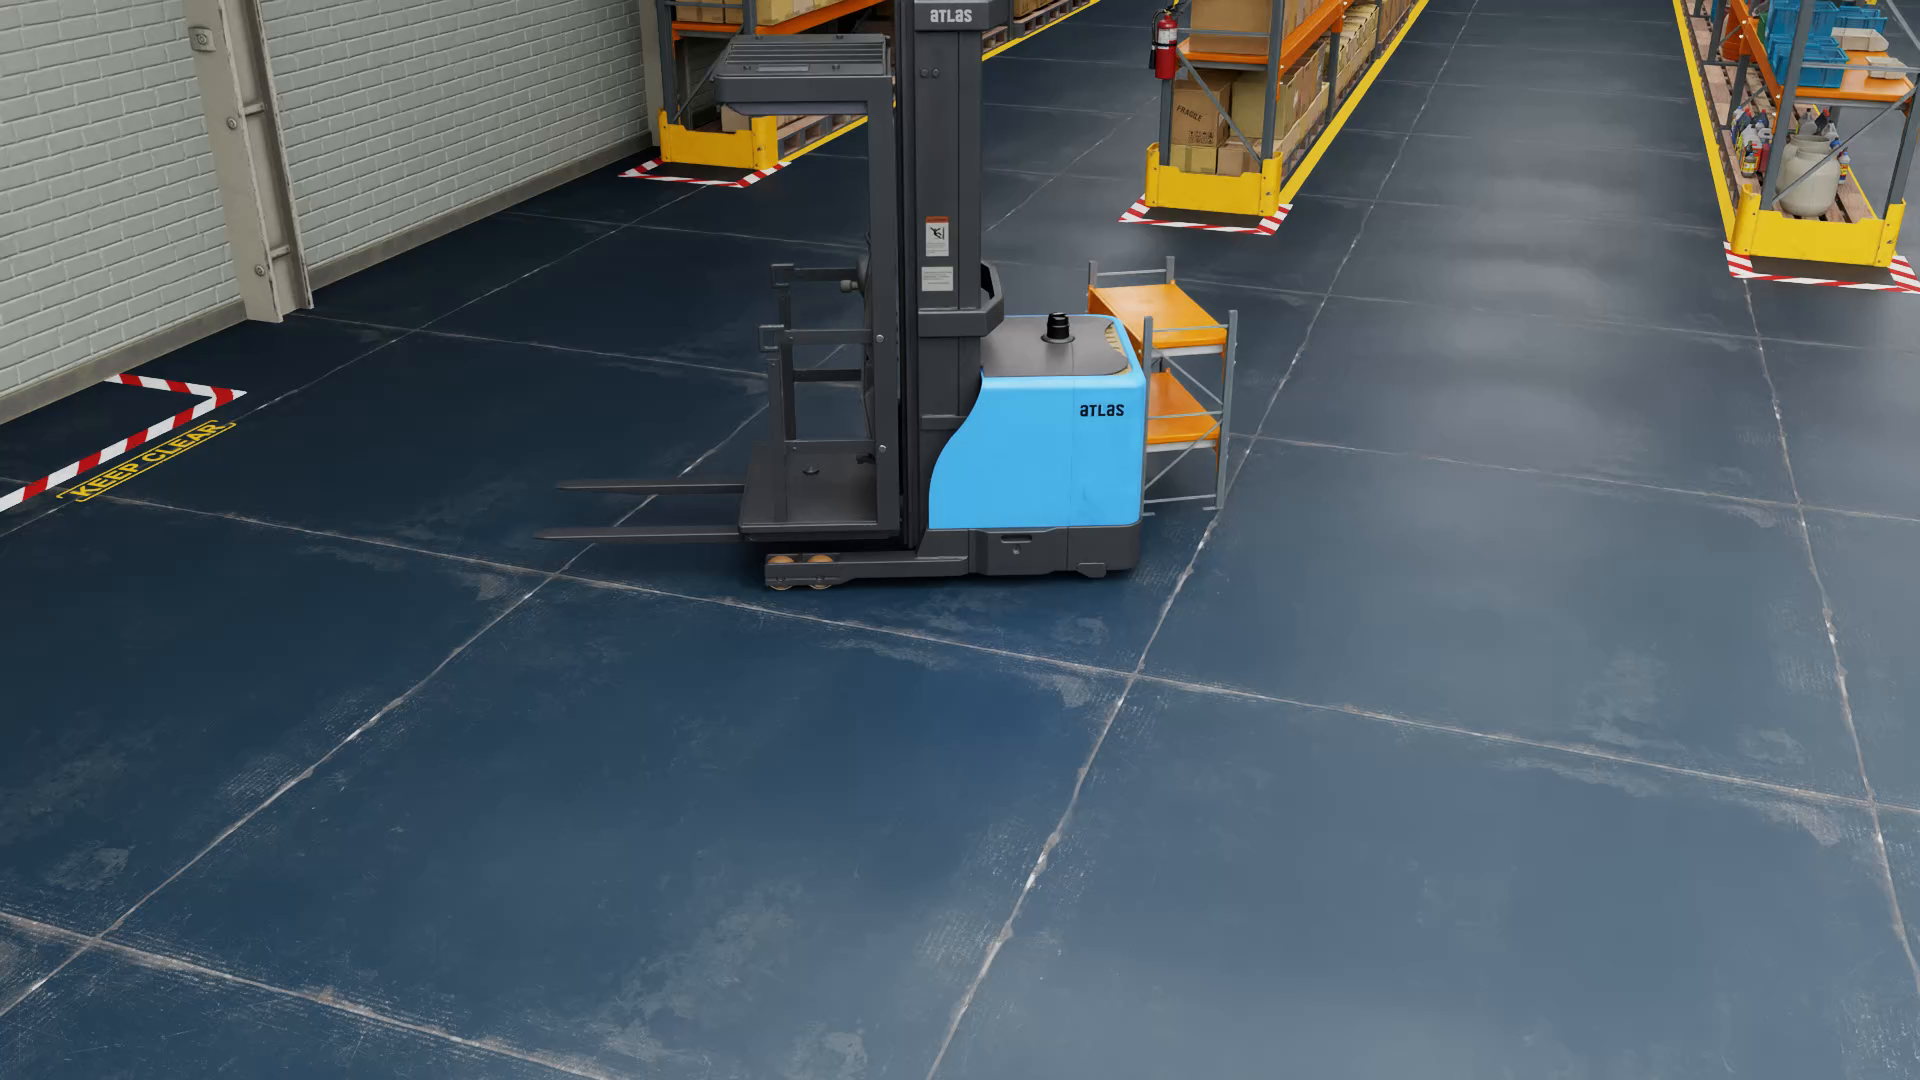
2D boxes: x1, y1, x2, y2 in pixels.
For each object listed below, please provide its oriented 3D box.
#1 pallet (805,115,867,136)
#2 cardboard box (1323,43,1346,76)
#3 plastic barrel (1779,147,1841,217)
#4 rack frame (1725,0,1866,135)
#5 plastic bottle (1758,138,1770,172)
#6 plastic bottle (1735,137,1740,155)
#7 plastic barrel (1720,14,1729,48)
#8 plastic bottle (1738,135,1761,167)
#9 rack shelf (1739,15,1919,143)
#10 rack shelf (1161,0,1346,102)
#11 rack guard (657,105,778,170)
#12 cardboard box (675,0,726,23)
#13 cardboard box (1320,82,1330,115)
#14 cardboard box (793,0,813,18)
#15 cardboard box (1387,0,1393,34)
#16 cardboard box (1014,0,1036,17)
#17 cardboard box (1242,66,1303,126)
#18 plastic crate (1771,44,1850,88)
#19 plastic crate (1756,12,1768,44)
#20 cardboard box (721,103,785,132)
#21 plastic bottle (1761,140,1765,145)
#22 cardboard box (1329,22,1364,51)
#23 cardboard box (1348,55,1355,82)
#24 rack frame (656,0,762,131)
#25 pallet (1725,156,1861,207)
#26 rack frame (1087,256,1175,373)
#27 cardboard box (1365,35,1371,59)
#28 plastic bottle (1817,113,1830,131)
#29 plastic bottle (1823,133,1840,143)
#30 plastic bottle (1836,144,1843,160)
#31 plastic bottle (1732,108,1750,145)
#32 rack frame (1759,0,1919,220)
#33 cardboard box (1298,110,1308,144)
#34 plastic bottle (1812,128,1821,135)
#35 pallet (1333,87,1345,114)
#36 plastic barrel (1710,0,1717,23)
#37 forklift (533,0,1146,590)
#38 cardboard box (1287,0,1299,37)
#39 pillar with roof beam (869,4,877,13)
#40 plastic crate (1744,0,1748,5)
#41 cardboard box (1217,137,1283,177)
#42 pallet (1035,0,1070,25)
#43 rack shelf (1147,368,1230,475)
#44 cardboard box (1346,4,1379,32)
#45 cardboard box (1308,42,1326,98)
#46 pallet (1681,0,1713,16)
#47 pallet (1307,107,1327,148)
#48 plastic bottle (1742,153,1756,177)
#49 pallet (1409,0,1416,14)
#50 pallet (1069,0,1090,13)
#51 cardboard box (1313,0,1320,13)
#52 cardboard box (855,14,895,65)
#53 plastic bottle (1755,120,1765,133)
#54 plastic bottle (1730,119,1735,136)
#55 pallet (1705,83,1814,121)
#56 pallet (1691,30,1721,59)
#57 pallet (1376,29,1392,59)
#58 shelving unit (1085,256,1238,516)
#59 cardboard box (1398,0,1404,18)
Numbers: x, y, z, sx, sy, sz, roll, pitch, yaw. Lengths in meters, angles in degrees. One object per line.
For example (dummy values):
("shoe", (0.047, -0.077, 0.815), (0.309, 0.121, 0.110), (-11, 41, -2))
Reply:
("pallet", (-1.674, -4.675, 18.163), (1.003, 0.211, 1.213), (9, 27, 17))
("cardboard box", (3.965, -5.335, 18.356), (0.500, 0.311, 0.500), (9, 27, 18))
("plastic barrel", (7.079, -2.984, 13.844), (0.421, 0.512, 0.421), (0, 26, 0))
("rack frame", (8.263, -5.277, 16.207), (1.000, 3.000, 0.127), (9, 27, 17))
("plastic bottle", (7.340, -3.512, 15.173), (0.061, 0.283, 0.133), (9, 27, 17))
("plastic bottle", (7.424, -3.754, 15.767), (0.097, 0.201, 0.097), (0, 26, 0))
("plastic barrel", (9.844, -6.439, 20.979), (0.421, 0.512, 0.421), (0, 26, 0))
("plastic bottle", (7.285, -3.580, 15.323), (0.152, 0.276, 0.135), (8, 27, 16))
("rack shelf", (7.597, -4.131, 14.666), (1.077, 0.370, 4.000), (9, 27, 17))
("rack shelf", (2.928, -4.851, 16.153), (1.077, 0.370, 4.000), (9, 27, 17))
("rack guard", (-2.385, -3.976, 16.389), (1.175, 0.500, 0.348), (9, 27, 17))
("cardboard box", (-2.438, -5.232, 16.263), (0.500, 0.250, 0.500), (9, 27, 18))
("cardboard box", (3.645, -4.726, 17.743), (0.500, 0.250, 0.500), (9, 27, 17))
("cardboard box", (-1.789, -5.382, 16.572), (0.500, 0.250, 0.500), (8, 27, 16))
("cardboard box", (5.514, -7.075, 22.285), (0.500, 0.500, 0.500), (8, 27, 16))
("cardboard box", (0.620, -7.862, 23.531), (0.750, 0.750, 0.750), (8, 27, 17))
("cardboard box", (2.969, -4.243, 15.885), (0.500, 0.500, 0.500), (9, 27, 17))
("plastic crate", (6.816, -3.816, 13.359), (0.499, 0.251, 0.616), (9, 27, 17))
("plastic crate", (7.545, -4.665, 15.186), (0.450, 0.188, 0.662), (9, 27, 17))
("cardboard box", (-2.096, -4.329, 16.830), (0.500, 0.311, 0.500), (6, 26, 12))
("plastic bottle", (7.465, -3.616, 15.482), (0.097, 0.201, 0.097), (0, 26, 0))
("cardboard box", (4.476, -5.967, 19.661), (0.500, 0.311, 0.500), (10, 27, 19))
("cardboard box", (4.302, -5.501, 19.344), (0.500, 0.250, 0.500), (8, 27, 16))
("rack frame", (-2.411, -5.070, 15.779), (1.000, 3.000, 0.127), (9, 27, 17))
("pallet", (7.596, -3.249, 15.218), (1.003, 0.211, 1.213), (9, 27, 17))
("rack frame", (0.980, -1.093, 9.717), (0.500, 1.125, 0.032), (-5, 26, -11))
("cardboard box", (4.811, -6.128, 20.639), (0.500, 0.250, 0.500), (8, 27, 17))
("plastic bottle", (8.256, -3.898, 15.893), (0.144, 0.351, 0.185), (7, 27, 15))
("plastic bottle", (8.091, -3.665, 15.498), (0.152, 0.276, 0.135), (9, 27, 18))
("plastic bottle", (7.943, -3.444, 15.047), (0.097, 0.271, 0.097), (0, 26, 0))
("plastic bottle", (7.603, -4.011, 16.128), (0.144, 0.351, 0.185), (10, 27, 19))
("rack frame", (6.932, -3.633, 12.812), (1.000, 3.000, 0.127), (9, 27, 17))
("cardboard box", (3.151, -4.109, 16.468), (0.500, 0.250, 0.500), (9, 27, 17))
("plastic bottle", (8.044, -3.739, 15.642), (0.061, 0.283, 0.133), (9, 27, 17))
("pallet", (3.801, -5.050, 18.939), (1.003, 0.211, 1.213), (9, 27, 17))
("plastic barrel", (10.728, -7.588, 22.906), (0.600, 0.901, 0.708), (9, 27, 17))
("forklift", (-0.628, -1.307, 8.086), (3.031, 2.935, 1.130), (-1, 26, -2))
("cardboard box", (2.770, -5.008, 15.536), (0.700, 0.500, 0.500), (9, 27, 18))
("pillar with roof beam", (3.063, -10.025, 19.128), (9.100, 9.000, 0.400), (9, 27, 17))
("plastic crate", (8.337, -5.768, 17.240), (0.392, 0.384, 0.575), (9, 27, 17))
("cardboard box", (2.650, -3.493, 15.195), (0.500, 0.250, 0.500), (9, 27, 17))
("pallet", (0.993, -7.915, 24.856), (1.003, 0.211, 1.213), (9, 27, 17))
("rack shelf", (1.086, -0.656, 9.376), (0.538, 0.278, 1.000), (-5, 26, -11))
("cardboard box", (4.982, -6.594, 20.956), (0.500, 0.311, 0.500), (9, 27, 19))
("cardboard box", (3.467, -4.860, 17.158), (0.500, 0.500, 0.500), (9, 27, 17))
("pallet", (11.537, -8.121, 25.280), (1.003, 0.211, 1.213), (9, 27, 17))
("pallet", (3.289, -4.421, 17.639), (1.003, 0.211, 1.213), (9, 27, 17))
("plastic bottle", (7.130, -3.390, 15.016), (0.097, 0.201, 0.097), (0, 26, 0))
("pallet", (6.485, -8.312, 25.674), (1.003, 0.211, 1.213), (9, 27, 17))
("pallet", (1.397, -8.418, 25.895), (1.003, 0.211, 1.213), (9, 27, 17))
("cardboard box", (3.282, -5.641, 16.844), (0.700, 0.500, 0.500), (8, 27, 17))
("cardboard box", (-0.850, -6.092, 20.253), (0.700, 0.500, 0.500), (10, 27, 19))
("plastic bottle", (7.669, -3.899, 15.986), (0.097, 0.271, 0.097), (0, 26, 0))
("plastic bottle", (7.710, -4.107, 16.496), (0.097, 0.201, 0.097), (0, 26, 0))
("pallet", (8.892, -4.853, 18.532), (1.003, 0.211, 1.213), (9, 27, 17))
("pallet", (10.225, -6.496, 21.924), (1.003, 0.211, 1.213), (9, 27, 17))
("pallet", (5.208, -6.687, 22.319), (1.003, 0.211, 1.213), (9, 27, 17))
("shelving unit", (1.086, -0.877, 9.270), (0.538, 1.125, 1.048), (-5, 26, -11))
("cardboard box", (6.022, -7.705, 23.586), (0.500, 0.500, 0.500), (9, 27, 18))
